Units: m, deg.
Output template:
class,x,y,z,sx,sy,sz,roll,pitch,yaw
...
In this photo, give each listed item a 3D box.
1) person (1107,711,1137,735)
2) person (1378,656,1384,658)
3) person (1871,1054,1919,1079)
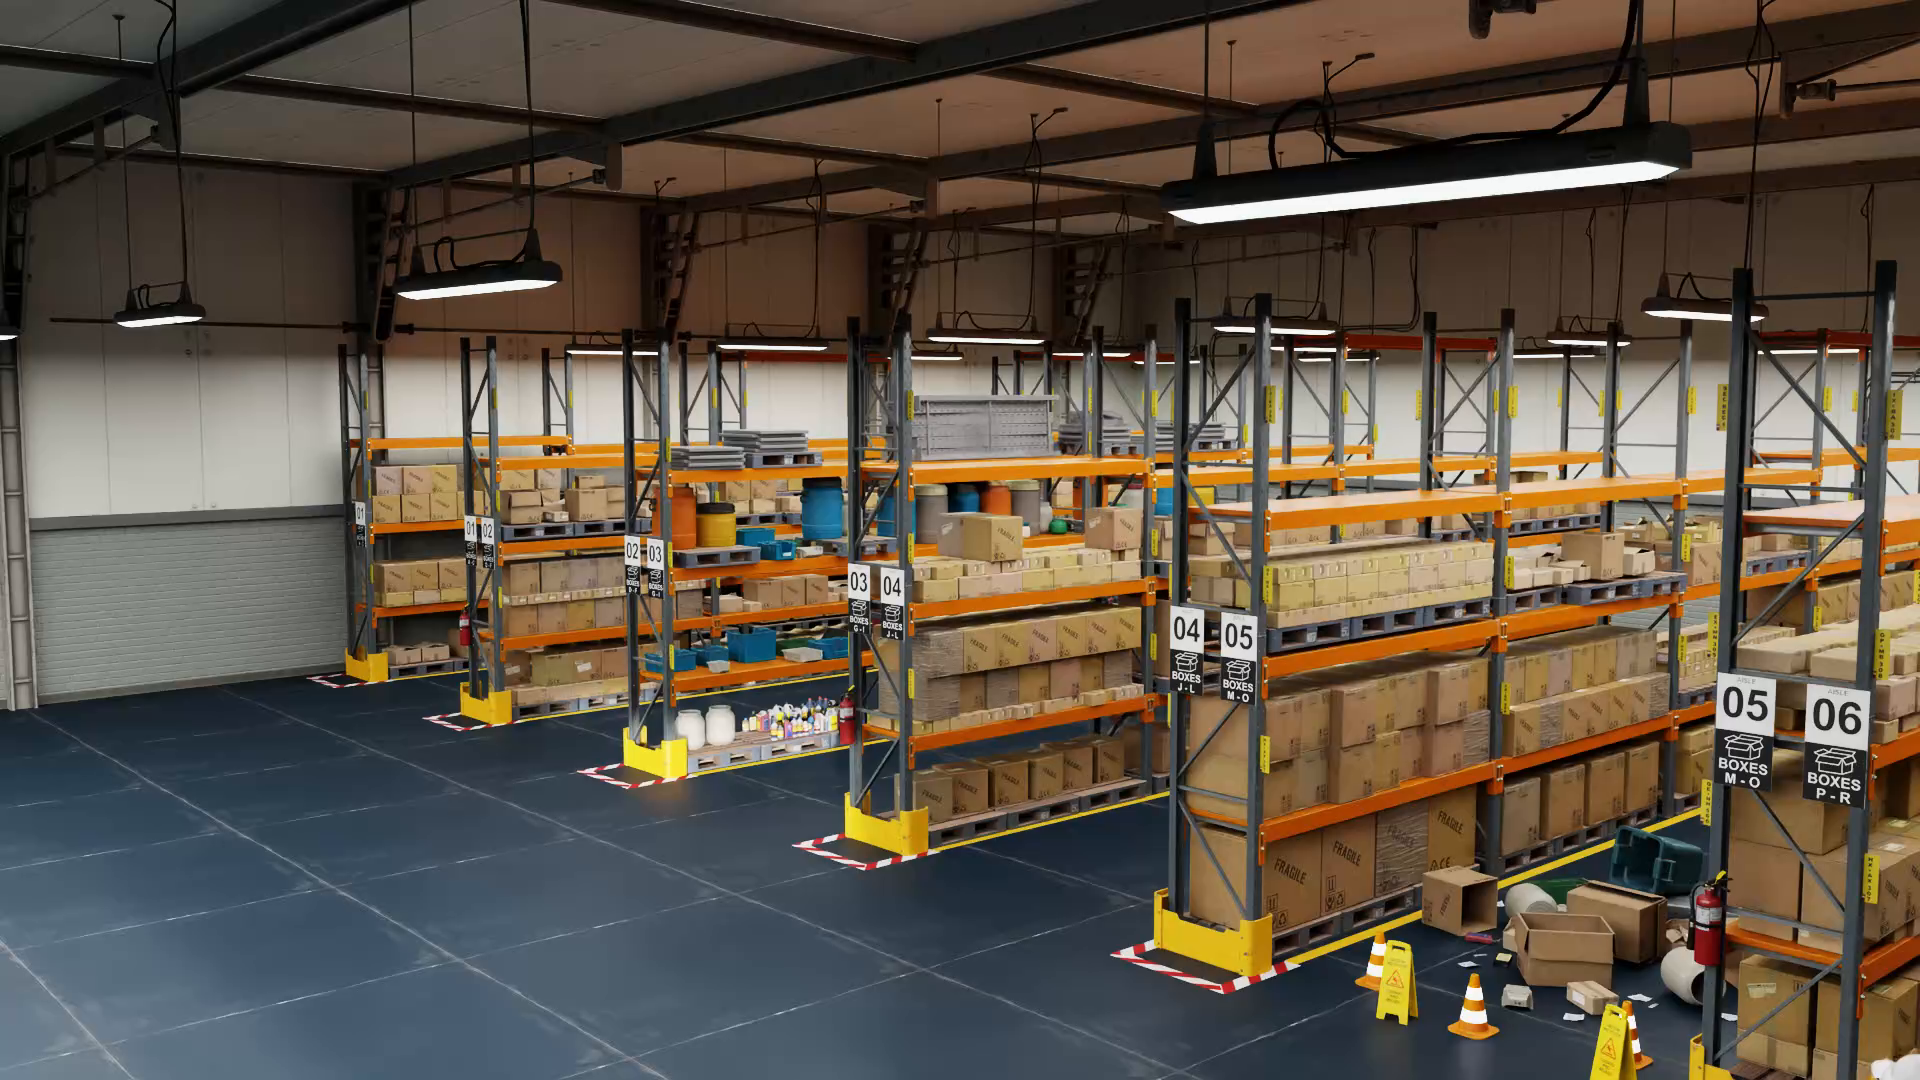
class,x,y,z,sx,sy,sz,roll,pitch,yaw
person,2.289,1.967,24.014,0.772,1.668,0.558,-4,6,-36
person,5.592,2.356,21.941,0.555,1.678,0.654,5,7,44
person,5.402,3.553,9.402,1.025,1.518,0.683,-5,7,-41
